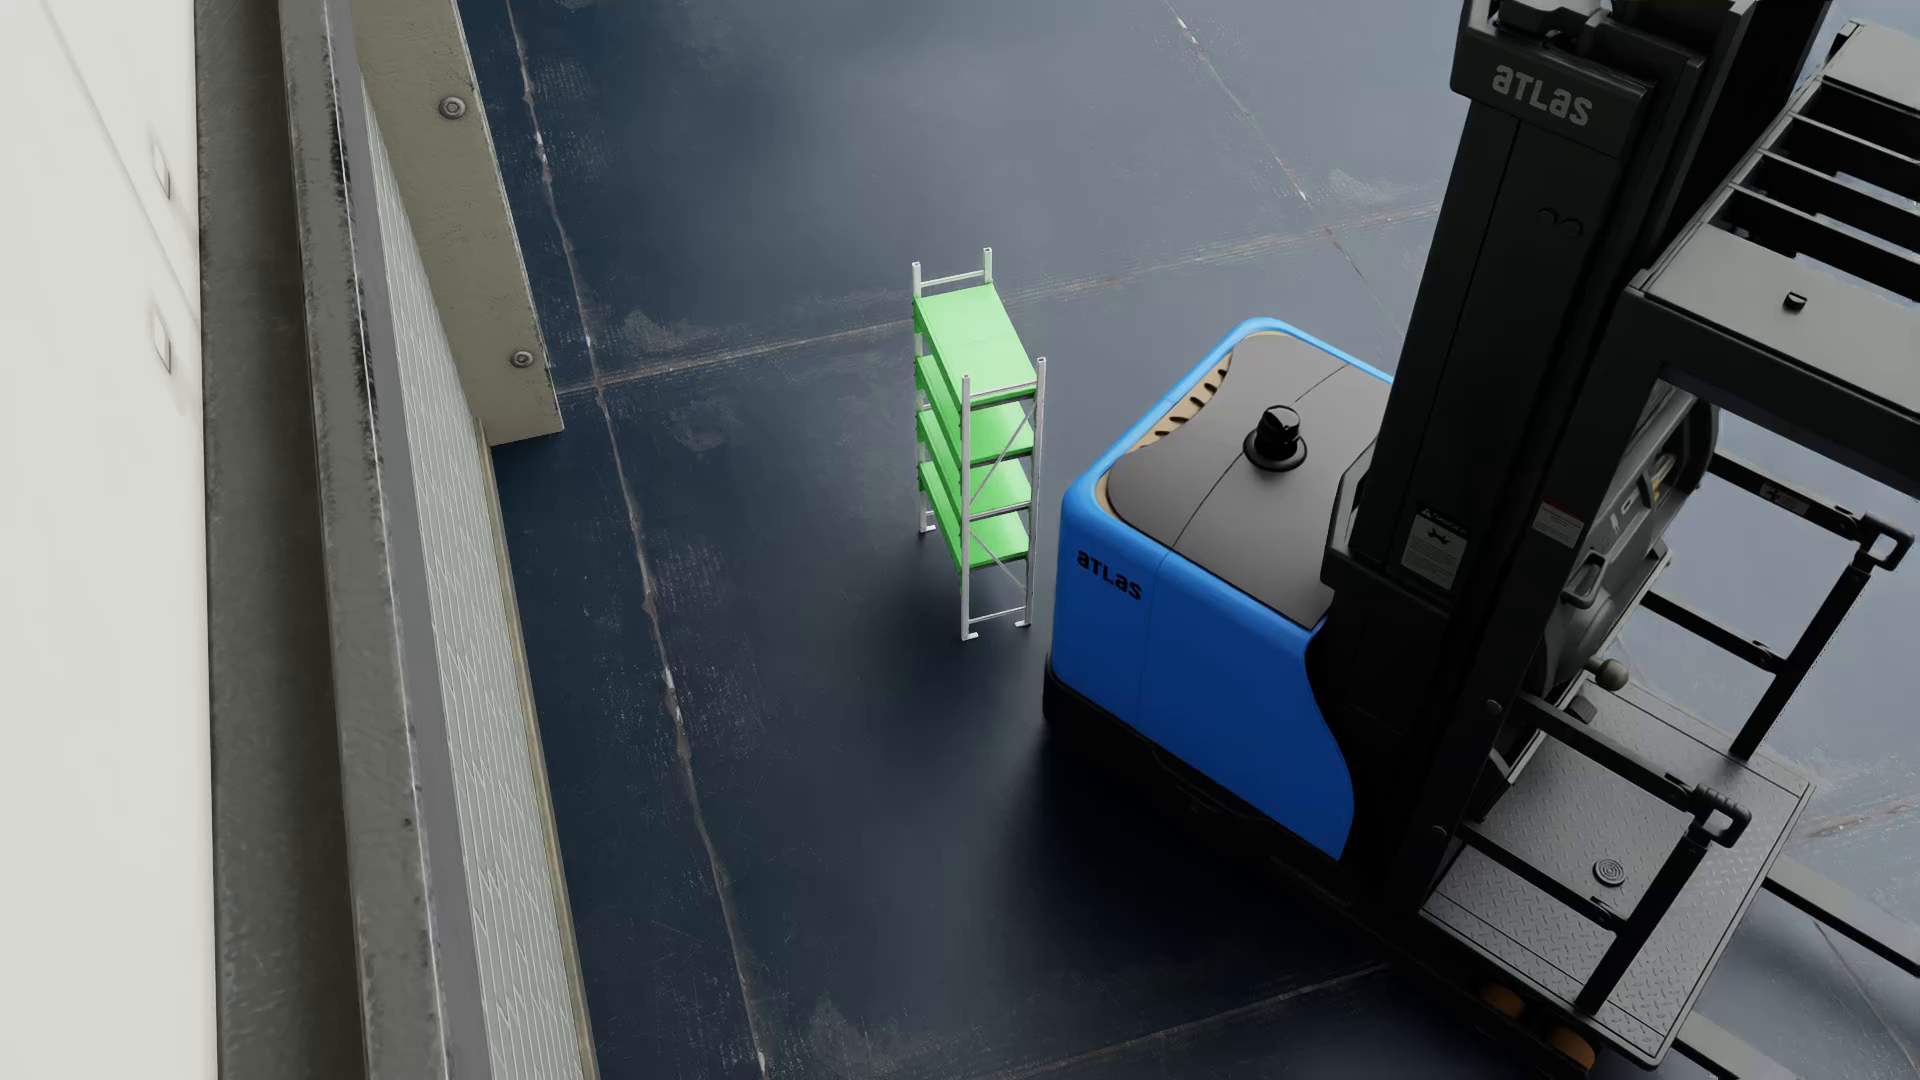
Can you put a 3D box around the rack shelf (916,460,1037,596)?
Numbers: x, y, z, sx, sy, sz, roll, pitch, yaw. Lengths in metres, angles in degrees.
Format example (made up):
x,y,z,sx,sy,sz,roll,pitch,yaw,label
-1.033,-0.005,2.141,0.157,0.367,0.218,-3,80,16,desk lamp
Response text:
x,y,z,sx,sy,sz,roll,pitch,yaw,label
0.049,-0.070,5.422,0.258,0.148,0.480,-13,51,-11,rack shelf

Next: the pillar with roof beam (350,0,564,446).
x,y,z,sx,sy,sz,roll,pitch,yaw,label
2.458,-4.386,3.562,9.100,9.000,0.400,-13,51,-11,pillar with roof beam

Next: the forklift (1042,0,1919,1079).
x,y,z,sx,sy,sz,roll,pitch,yaw,label
1.719,0.060,3.782,3.031,2.935,1.130,32,57,24,forklift

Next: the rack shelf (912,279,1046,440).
x,y,z,sx,sy,sz,roll,pitch,yaw,label
0.049,-0.534,4.871,0.258,0.148,0.480,-13,51,-11,rack shelf

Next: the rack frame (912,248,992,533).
x,y,z,sx,sy,sz,roll,pitch,yaw,label
-0.023,-0.444,5.340,0.240,1.200,0.015,-13,51,-11,rack frame

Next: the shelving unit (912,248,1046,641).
x,y,z,sx,sy,sz,roll,pitch,yaw,label
0.049,-0.266,5.189,0.258,1.200,0.503,-13,51,-11,shelving unit

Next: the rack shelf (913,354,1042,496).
x,y,z,sx,sy,sz,roll,pitch,yaw,label
0.049,-0.379,5.055,0.258,0.148,0.480,-13,51,-11,rack shelf

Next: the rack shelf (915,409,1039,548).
x,y,z,sx,sy,sz,roll,pitch,yaw,label
0.049,-0.225,5.238,0.258,0.148,0.480,-13,51,-11,rack shelf

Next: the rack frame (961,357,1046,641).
x,y,z,sx,sy,sz,roll,pitch,yaw,label
0.121,-0.088,5.039,0.240,1.200,0.015,-13,51,-11,rack frame
